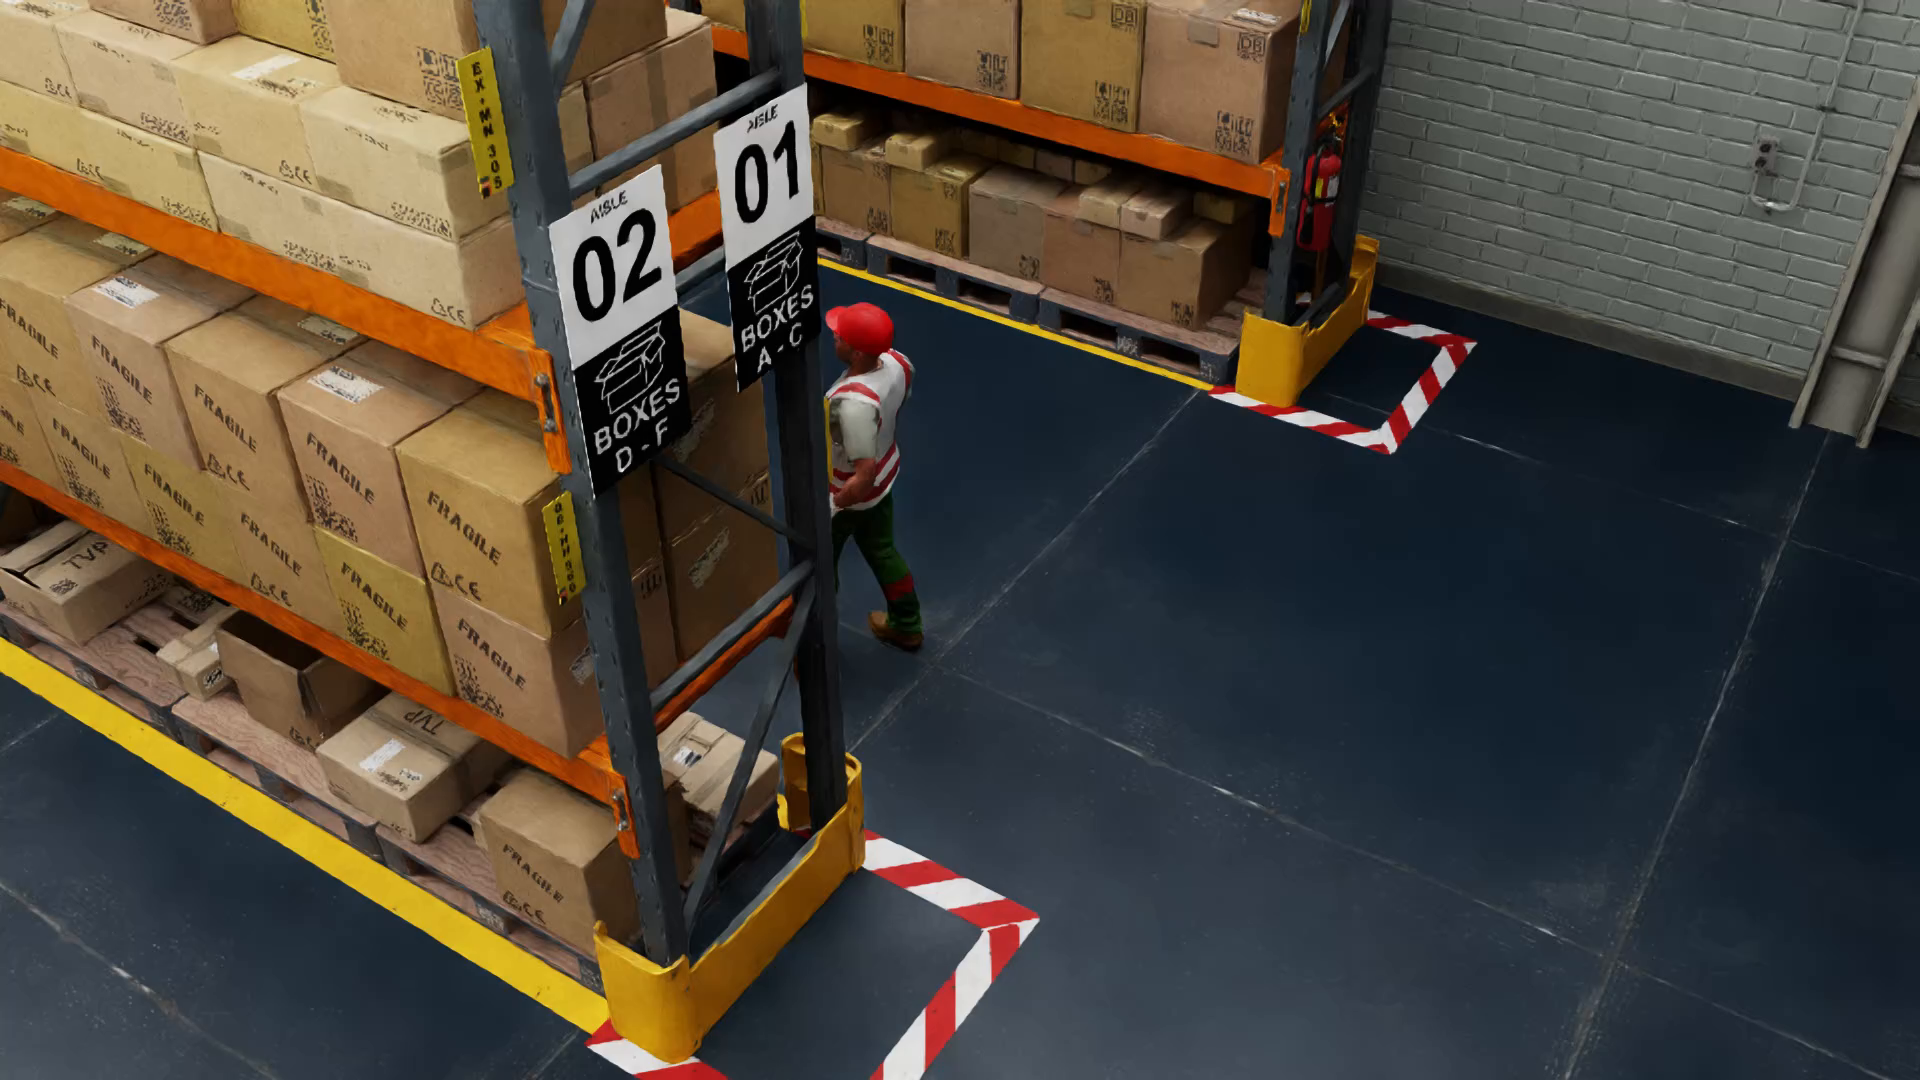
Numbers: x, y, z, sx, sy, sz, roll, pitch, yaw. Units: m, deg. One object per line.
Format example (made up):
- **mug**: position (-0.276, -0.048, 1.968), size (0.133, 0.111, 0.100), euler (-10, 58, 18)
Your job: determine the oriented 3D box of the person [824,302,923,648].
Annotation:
- **person**: position (-0.532, -0.250, 6.984), size (0.710, 1.794, 0.709), euler (15, 41, 19)
